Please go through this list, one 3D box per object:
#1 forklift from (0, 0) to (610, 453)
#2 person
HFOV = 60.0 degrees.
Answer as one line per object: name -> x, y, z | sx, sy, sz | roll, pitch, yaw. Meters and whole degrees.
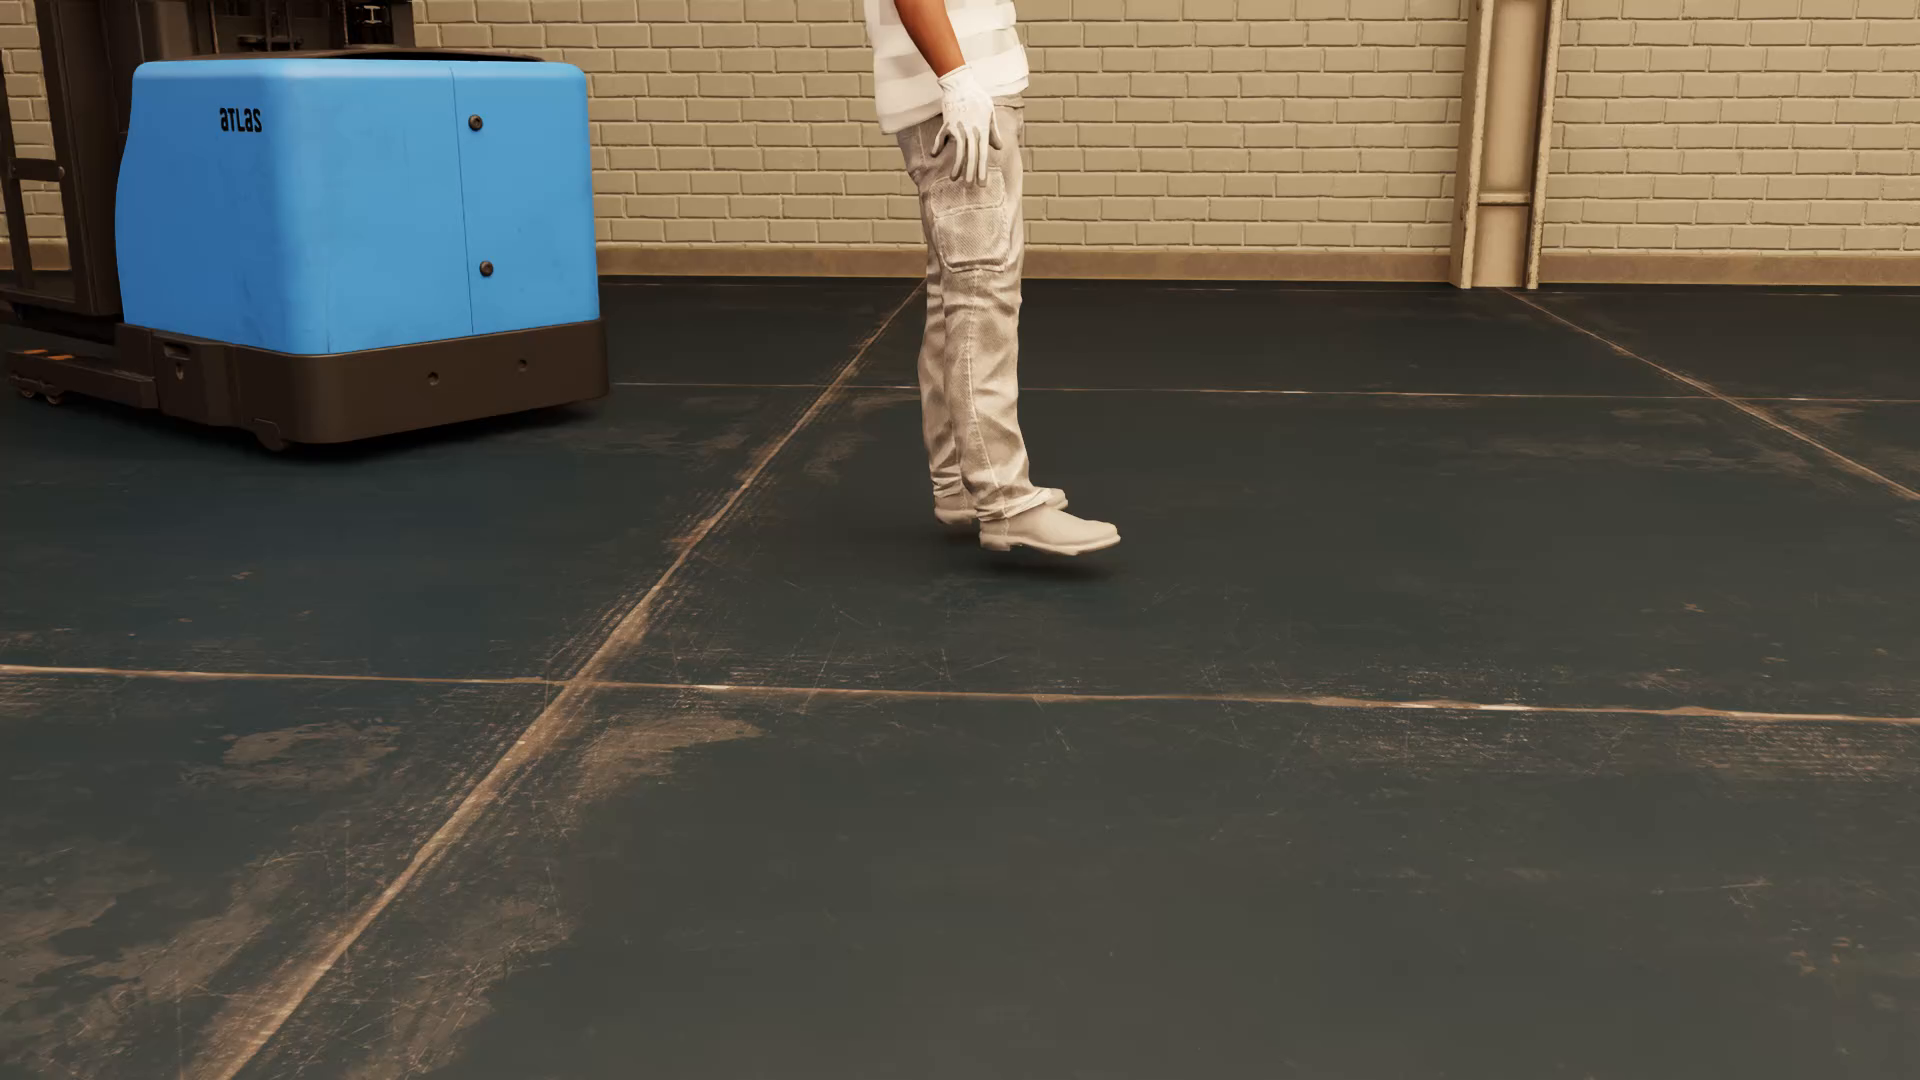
forklift -> -2.562, -1.951, 5.403 | 3.031, 2.935, 1.130 | 12, 19, 38
person -> 0.071, -0.903, 3.555 | 0.575, 1.784, 0.656 | 1, 15, 4
